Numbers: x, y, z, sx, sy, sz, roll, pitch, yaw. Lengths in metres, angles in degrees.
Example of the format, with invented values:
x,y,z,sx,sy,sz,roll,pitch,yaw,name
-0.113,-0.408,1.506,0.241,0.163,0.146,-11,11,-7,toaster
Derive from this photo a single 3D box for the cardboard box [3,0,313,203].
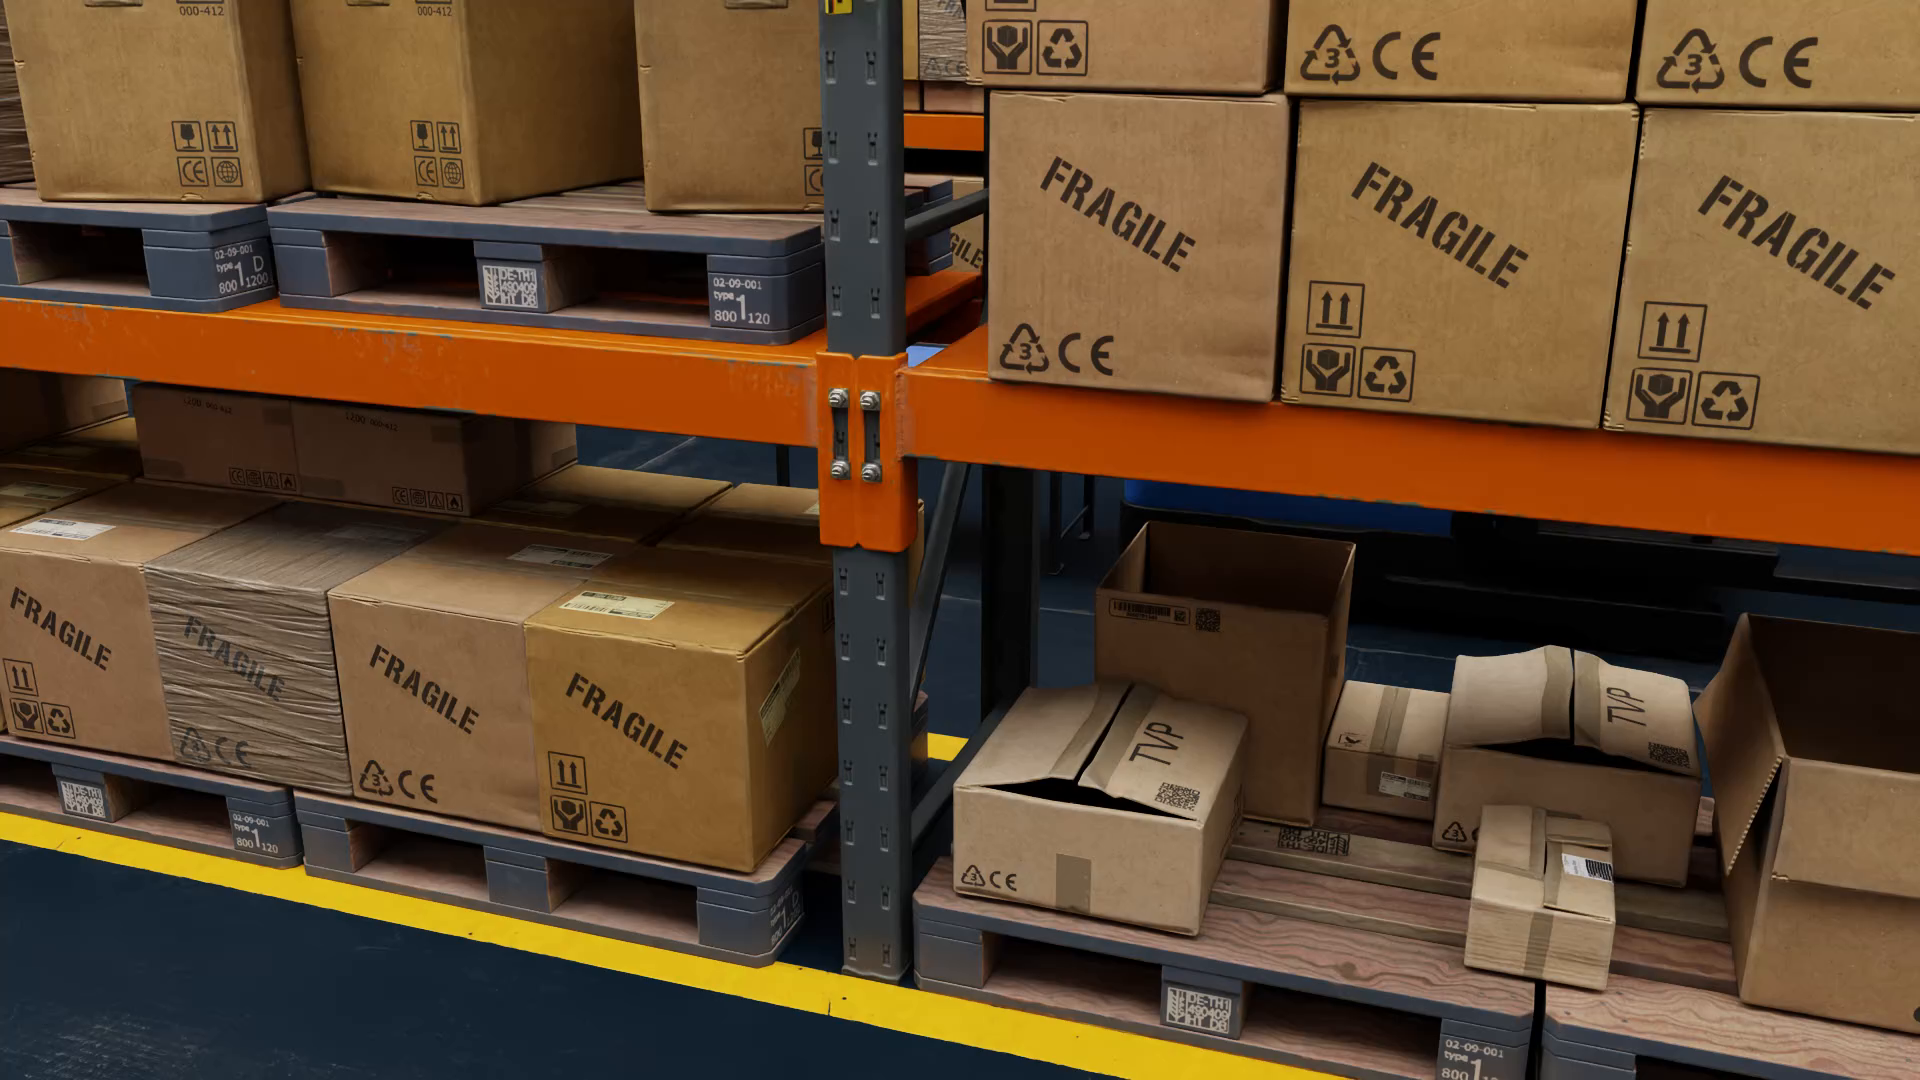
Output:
x,y,z,sx,sy,sz,roll,pitch,yaw,name
-1.712,-1.075,3.812,0.500,0.500,0.700,1,19,4,cardboard box

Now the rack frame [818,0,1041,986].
x,y,z,sx,sy,sz,roll,pitch,yaw,name
-0.023,-0.657,3.405,0.127,3.000,1.000,7,20,18,rack frame

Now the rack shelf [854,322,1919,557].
x,y,z,sx,sy,sz,roll,pitch,yaw,name
1.866,-0.102,2.904,4.000,0.370,1.077,7,20,18,rack shelf

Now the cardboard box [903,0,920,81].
x,y,z,sx,sy,sz,roll,pitch,yaw,name
-0.350,-2.528,8.137,0.500,0.500,0.500,7,20,20,cardboard box

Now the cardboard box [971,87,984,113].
x,y,z,sx,sy,sz,roll,pitch,yaw,name
0.233,-2.157,8.057,0.250,0.149,0.380,7,20,18,cardboard box

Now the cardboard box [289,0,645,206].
x,y,z,sx,sy,sz,roll,pitch,yaw,name
-1.067,-1.078,3.822,0.500,0.500,0.700,10,22,27,cardboard box

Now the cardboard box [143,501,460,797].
x,y,z,sx,sy,sz,roll,pitch,yaw,name
-1.521,0.241,3.958,0.500,0.500,0.500,7,20,19,cardboard box

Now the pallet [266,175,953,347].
x,y,z,sx,sy,sz,roll,pitch,yaw,name
-0.742,-0.687,3.782,1.213,0.211,1.003,7,20,18,pallet

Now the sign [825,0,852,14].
x,y,z,sx,sy,sz,roll,pitch,yaw,name
-0.202,-1.031,2.718,0.005,0.325,0.100,7,20,18,sign

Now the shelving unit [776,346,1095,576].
x,y,z,sx,sy,sz,roll,pitch,yaw,name
-0.081,-0.717,5.856,1.048,1.500,0.538,7,20,18,shelving unit

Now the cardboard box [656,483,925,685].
x,y,z,sx,sy,sz,roll,pitch,yaw,name
-0.400,0.187,4.111,0.500,0.500,0.500,6,20,16,cardboard box

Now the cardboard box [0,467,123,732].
x,y,z,sx,sy,sz,roll,pitch,yaw,name
-2.497,0.132,4.270,0.500,0.500,0.500,6,20,17,cardboard box

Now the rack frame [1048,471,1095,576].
x,y,z,sx,sy,sz,roll,pitch,yaw,name
0.400,-0.663,5.698,0.032,1.500,0.500,7,20,18,rack frame

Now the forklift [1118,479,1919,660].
x,y,z,sx,sy,sz,roll,pitch,yaw,name
2.108,-1.218,5.117,3.031,2.935,1.130,6,20,17,forklift

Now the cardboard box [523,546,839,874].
x,y,z,sx,sy,sz,roll,pitch,yaw,name
-0.583,0.351,3.641,0.500,0.500,0.500,6,20,18,cardboard box

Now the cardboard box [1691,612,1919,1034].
x,y,z,sx,sy,sz,roll,pitch,yaw,name
1.753,0.515,3.166,0.637,0.503,0.797,7,20,18,cardboard box

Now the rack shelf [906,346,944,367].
x,y,z,sx,sy,sz,roll,pitch,yaw,name
-0.081,-0.548,5.915,1.000,0.185,0.538,7,20,18,rack shelf

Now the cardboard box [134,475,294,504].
x,y,z,sx,sy,sz,roll,pitch,yaw,name
-1.854,0.022,4.585,0.500,0.500,0.500,6,20,16,cardboard box

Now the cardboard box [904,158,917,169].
x,y,z,sx,sy,sz,roll,pitch,yaw,name
-0.702,-1.596,8.727,0.750,0.750,0.750,6,20,18,cardboard box

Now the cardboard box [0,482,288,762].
x,y,z,sx,sy,sz,roll,pitch,yaw,name
-2.002,0.186,4.113,0.500,0.500,0.500,6,20,16,cardboard box

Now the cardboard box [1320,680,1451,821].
x,y,z,sx,sy,sz,roll,pitch,yaw,name
0.982,0.476,3.816,0.250,0.149,0.380,7,20,18,cardboard box

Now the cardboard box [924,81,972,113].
x,y,z,sx,sy,sz,roll,pitch,yaw,name
0.001,-2.188,8.148,0.250,0.149,0.380,6,20,17,cardboard box

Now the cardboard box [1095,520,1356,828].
x,y,z,sx,sy,sz,roll,pitch,yaw,name
0.608,0.289,3.820,0.500,0.500,0.500,7,20,18,cardboard box

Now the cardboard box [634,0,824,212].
x,y,z,sx,sy,sz,roll,pitch,yaw,name
-0.397,-1.024,3.666,0.500,0.500,0.700,0,19,0,cardboard box

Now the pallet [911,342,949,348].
x,y,z,sx,sy,sz,roll,pitch,yaw,name
-0.311,-1.072,8.832,1.213,0.211,1.003,7,20,18,pallet

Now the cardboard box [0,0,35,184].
x,y,z,sx,sy,sz,roll,pitch,yaw,name
-2.368,-1.144,4.011,0.500,0.500,0.700,11,22,28,cardboard box

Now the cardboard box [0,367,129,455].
x,y,z,sx,sy,sz,roll,pitch,yaw,name
-2.786,-0.438,4.766,0.500,0.250,0.500,7,21,20,cardboard box

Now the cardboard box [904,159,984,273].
x,y,z,sx,sy,sz,roll,pitch,yaw,name
0.102,-1.506,8.468,0.750,0.750,0.750,7,20,20,cardboard box

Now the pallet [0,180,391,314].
x,y,z,sx,sy,sz,roll,pitch,yaw,name
-1.963,-0.790,4.078,1.213,0.211,1.003,7,20,18,pallet

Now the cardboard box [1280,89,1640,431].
x,y,z,sx,sy,sz,roll,pitch,yaw,name
0.854,-0.511,2.832,0.500,0.500,0.500,7,20,19,cardboard box

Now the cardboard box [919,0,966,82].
x,y,z,sx,sy,sz,roll,pitch,yaw,name
0.124,-2.476,7.987,0.500,0.500,0.500,7,20,18,cardboard box

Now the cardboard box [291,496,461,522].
x,y,z,sx,sy,sz,roll,pitch,yaw,name
-1.377,0.077,4.428,0.500,0.500,0.500,7,20,19,cardboard box

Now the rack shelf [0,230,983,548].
x,y,z,sx,sy,sz,roll,pitch,yaw,name
-1.912,-0.534,4.143,4.000,0.370,1.077,7,20,18,rack shelf

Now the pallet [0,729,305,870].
x,y,z,sx,sy,sz,roll,pitch,yaw,name
-1.960,0.452,4.459,1.213,0.211,1.003,7,20,18,pallet

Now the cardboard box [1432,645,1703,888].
x,y,z,sx,sy,sz,roll,pitch,yaw,name
1.317,0.459,3.619,0.500,0.311,0.500,7,20,18,cardboard box

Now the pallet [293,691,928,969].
x,y,z,sx,sy,sz,roll,pitch,yaw,name
-0.804,0.583,4.082,1.213,0.211,1.003,7,20,18,pallet

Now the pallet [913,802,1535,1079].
x,y,z,sx,sy,sz,roll,pitch,yaw,name
0.626,0.734,3.650,1.213,0.211,1.003,7,20,18,pallet

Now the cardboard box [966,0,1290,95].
x,y,z,sx,sy,sz,roll,pitch,yaw,name
0.330,-1.038,2.827,0.500,0.500,0.500,7,20,19,cardboard box

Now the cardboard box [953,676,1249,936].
x,y,z,sx,sy,sz,roll,pitch,yaw,name
0.303,0.517,3.452,0.500,0.311,0.500,7,20,18,cardboard box

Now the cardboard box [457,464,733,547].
x,y,z,sx,sy,sz,roll,pitch,yaw,name
-0.907,0.133,4.267,0.500,0.500,0.500,7,20,19,cardboard box

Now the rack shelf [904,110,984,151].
x,y,z,sx,sy,sz,roll,pitch,yaw,name
-0.290,-2.074,8.563,4.000,0.370,1.077,7,20,18,rack shelf

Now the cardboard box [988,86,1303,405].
x,y,z,sx,sy,sz,roll,pitch,yaw,name
0.369,-0.565,2.988,0.500,0.500,0.500,7,20,19,cardboard box

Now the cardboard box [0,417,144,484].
x,y,z,sx,sy,sz,roll,pitch,yaw,name
-2.352,-0.033,4.742,0.500,0.500,0.500,6,20,16,cardboard box

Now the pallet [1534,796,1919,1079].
x,y,z,sx,sy,sz,roll,pitch,yaw,name
1.782,0.865,3.274,1.213,0.211,1.003,7,20,18,pallet

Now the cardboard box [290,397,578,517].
x,y,z,sx,sy,sz,roll,pitch,yaw,name
-1.345,-0.275,4.298,0.500,0.250,0.500,7,20,18,cardboard box

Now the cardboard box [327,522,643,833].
x,y,z,sx,sy,sz,roll,pitch,yaw,name
-1.047,0.295,3.802,0.500,0.500,0.500,7,20,18,cardboard box

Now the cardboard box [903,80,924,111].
x,y,z,sx,sy,sz,roll,pitch,yaw,name
-0.246,-2.220,8.240,0.250,0.149,0.380,7,20,20,cardboard box

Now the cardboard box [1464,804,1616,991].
x,y,z,sx,sy,sz,roll,pitch,yaw,name
1.123,0.676,3.217,0.250,0.166,0.380,7,20,18,cardboard box

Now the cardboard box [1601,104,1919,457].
x,y,z,sx,sy,sz,roll,pitch,yaw,name
1.326,-0.456,2.675,0.500,0.500,0.500,6,20,18,cardboard box

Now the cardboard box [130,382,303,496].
x,y,z,sx,sy,sz,roll,pitch,yaw,name
-1.819,-0.329,4.453,0.500,0.250,0.500,6,20,17,cardboard box

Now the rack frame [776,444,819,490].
x,y,z,sx,sy,sz,roll,pitch,yaw,name
-0.561,-0.772,6.013,0.032,1.500,0.500,7,20,18,rack frame

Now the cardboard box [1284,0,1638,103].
x,y,z,sx,sy,sz,roll,pitch,yaw,name
0.817,-0.983,2.667,0.500,0.500,0.500,6,20,16,cardboard box

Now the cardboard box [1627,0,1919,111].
x,y,z,sx,sy,sz,roll,pitch,yaw,name
1.303,-0.927,2.508,0.500,0.500,0.500,6,20,16,cardboard box
